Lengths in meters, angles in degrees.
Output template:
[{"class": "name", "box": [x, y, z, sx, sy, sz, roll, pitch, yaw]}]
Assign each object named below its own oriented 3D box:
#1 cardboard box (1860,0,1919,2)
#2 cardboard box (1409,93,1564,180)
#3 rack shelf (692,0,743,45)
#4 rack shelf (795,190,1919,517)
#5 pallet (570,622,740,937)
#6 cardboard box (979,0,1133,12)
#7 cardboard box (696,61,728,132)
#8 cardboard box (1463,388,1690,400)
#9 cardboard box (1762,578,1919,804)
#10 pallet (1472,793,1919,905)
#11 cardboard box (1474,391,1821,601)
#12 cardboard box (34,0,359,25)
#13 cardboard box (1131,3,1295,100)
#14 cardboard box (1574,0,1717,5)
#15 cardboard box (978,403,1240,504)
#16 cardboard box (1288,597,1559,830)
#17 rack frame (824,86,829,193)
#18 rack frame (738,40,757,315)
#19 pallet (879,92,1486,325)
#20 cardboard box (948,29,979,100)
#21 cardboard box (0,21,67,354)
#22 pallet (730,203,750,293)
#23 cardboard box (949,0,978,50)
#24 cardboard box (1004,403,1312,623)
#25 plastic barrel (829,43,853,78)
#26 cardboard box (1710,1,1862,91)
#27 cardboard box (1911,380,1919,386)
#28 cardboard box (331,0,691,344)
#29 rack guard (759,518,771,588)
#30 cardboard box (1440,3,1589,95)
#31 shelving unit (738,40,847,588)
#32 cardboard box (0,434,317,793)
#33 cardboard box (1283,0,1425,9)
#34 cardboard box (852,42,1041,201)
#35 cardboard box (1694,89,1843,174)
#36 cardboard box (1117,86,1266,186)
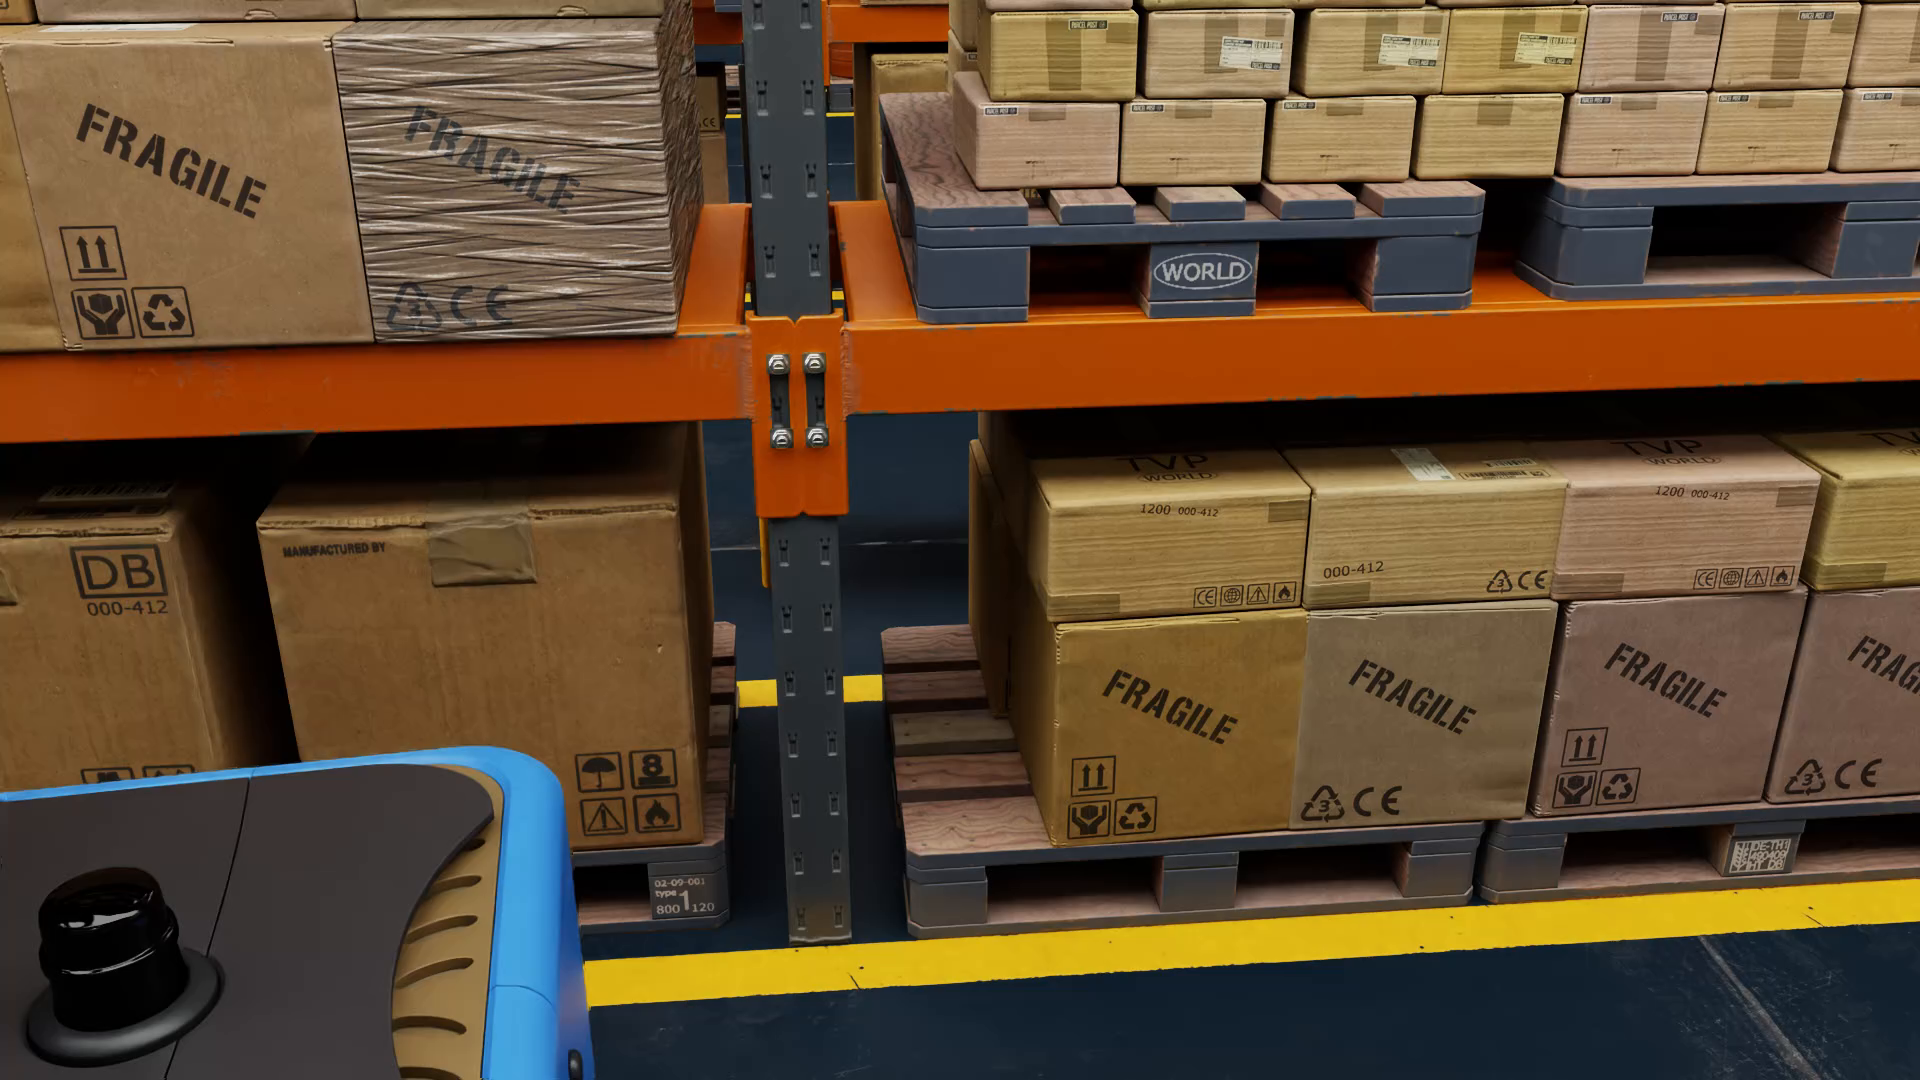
[{"class": "cardboard box", "box": [1.702, -1.097, 3.085, 0.250, 0.149, 0.380, -3, 24, -6]}, {"class": "cardboard box", "box": [0.936, -0.793, 3.133, 0.250, 0.149, 0.380, -1, 24, -3]}, {"class": "rack shelf", "box": [-2.710, -2.347, 7.722, 4.000, 0.370, 1.077, -2, 24, -5]}, {"class": "rack shelf", "box": [1.657, -0.497, 3.562, 4.000, 0.370, 1.077, -2, 24, -5]}, {"class": "pallet", "box": [-1.125, 0.529, 3.800, 1.213, 0.211, 1.003, -2, 24, -5]}, {"class": "cardboard box", "box": [0.150, -1.036, 2.947, 0.250, 0.149, 0.380, -2, 24, -5]}, {"class": "cardboard box", "box": [-1.384, -2.118, 7.934, 0.500, 0.250, 0.500, -1, 24, -3]}, {"class": "cardboard box", "box": [1.331, -0.310, 3.893, 0.500, 0.250, 0.500, -2, 24, -4]}, {"class": "cardboard box", "box": [1.914, 0.215, 3.634, 0.500, 0.500, 0.500, -3, 24, -6]}, {"class": "pallet", "box": [1.656, 0.450, 3.978, 1.213, 0.211, 1.003, -2, 24, -5]}, {"class": "cardboard box", "box": [1.375, -0.103, 3.426, 0.500, 0.250, 0.500, -2, 24, -5]}, {"class": "cardboard box", "box": [-1.284, -1.214, 2.935, 0.500, 0.500, 0.700, -3, 24, -6]}, {"class": "cardboard box", "box": [0.438, -0.909, 3.028, 0.250, 0.149, 0.380, -1, 24, -3]}, {"class": "cardboard box", "box": [1.190, -1.077, 3.040, 0.250, 0.149, 0.380, -1, 24, -3]}, {"class": "cardboard box", "box": [0.322, -0.272, 3.806, 0.500, 0.250, 0.500, -3, 24, -6]}, {"class": "cardboard box", "box": [0.896, 0.257, 3.538, 0.500, 0.500, 0.500, -2, 24, -5]}, {"class": "rack frame", "box": [-0.720, -2.755, 7.756, 0.127, 3.000, 1.000, -2, 24, -5]}, {"class": "rack frame", "box": [-0.591, -0.662, 4.892, 0.032, 1.500, 0.500, -2, 24, -5]}, {"class": "pallet", "box": [0.366, -0.730, 3.436, 1.003, 0.211, 1.213, -2, 24, -5]}, {"class": "cardboard box", "box": [0.113, -1.029, 3.664, 0.250, 0.149, 0.380, -2, 24, -4]}, {"class": "cardboard box", "box": [-1.749, -0.626, 2.843, 0.500, 0.500, 0.500, -3, 24, -6]}, {"class": "pallet", "box": [-1.498, -1.450, 8.253, 1.213, 0.211, 1.003, -2, 24, -5]}, {"class": "cardboard box", "box": [0.114, -1.163, 3.600, 0.250, 0.149, 0.380, -2, 24, -4]}, {"class": "cardboard box", "box": [0.377, -0.068, 3.348, 0.500, 0.250, 0.500, -3, 24, -8]}, {"class": "plastic barrel", "box": [-0.722, -3.984, 12.675, 0.708, 0.830, 0.600, -2, 24, -5]}, {"class": "cardboard box", "box": [1.449, -0.949, 3.119, 0.250, 0.149, 0.380, -3, 24, -6]}, {"class": "cardboard box", "box": [2.357, -0.353, 3.989, 0.500, 0.250, 0.500, -2, 24, -4]}, {"class": "cardboard box", "box": [-0.755, -0.665, 2.931, 0.500, 0.500, 0.500, -2, 24, -5]}, {"class": "rack guard", "box": [-0.571, -0.091, 5.148, 0.087, 0.250, 0.587, -2, 24, -5]}, {"class": "cardboard box", "box": [0.954, -0.931, 3.078, 0.250, 0.149, 0.380, -2, 24, -5]}, {"class": "shelving unit", "box": [-0.076, -0.682, 4.939, 1.083, 1.500, 0.587, -2, 24, -5]}, {"class": "cardboard box", "box": [-1.818, 0.114, 3.553, 0.750, 0.750, 1.050, -2, 24, -4]}, {"class": "cardboard box", "box": [0.658, -1.055, 2.991, 0.250, 0.149, 0.380, -2, 24, -5]}, {"class": "cardboard box", "box": [-0.031, -1.995, 8.145, 0.875, 0.875, 1.225, -3, 24, -8]}, {"class": "cardboard box", "box": [1.451, -0.813, 3.179, 0.250, 0.149, 0.380, -2, 24, -4]}, {"class": "cardboard box", "box": [0.399, -0.770, 3.082, 0.250, 0.149, 0.380, -1, 24, -3]}]
